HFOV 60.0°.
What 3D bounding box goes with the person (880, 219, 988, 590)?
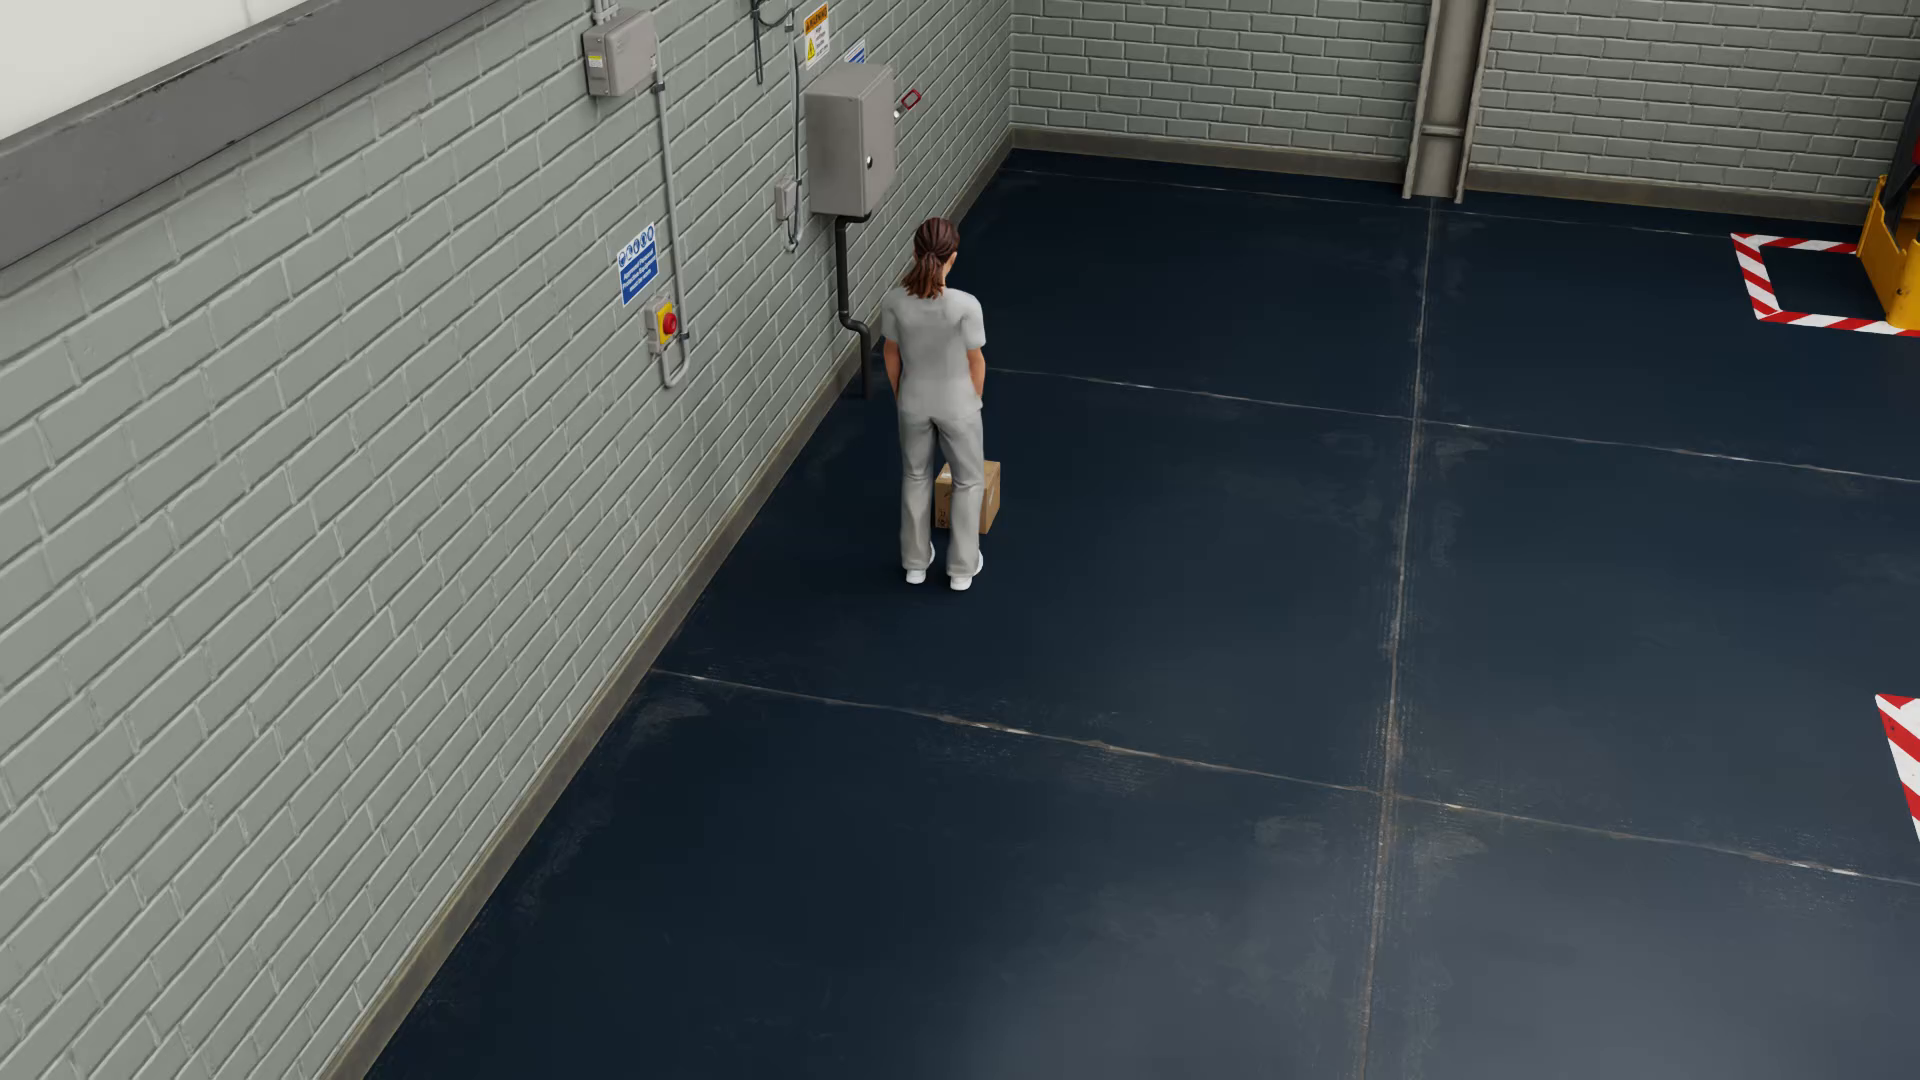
[{"bbox_3d":[-0.105,-0.552,7.028,0.456,1.645,0.354,9,34,13],"label":"person"}]
